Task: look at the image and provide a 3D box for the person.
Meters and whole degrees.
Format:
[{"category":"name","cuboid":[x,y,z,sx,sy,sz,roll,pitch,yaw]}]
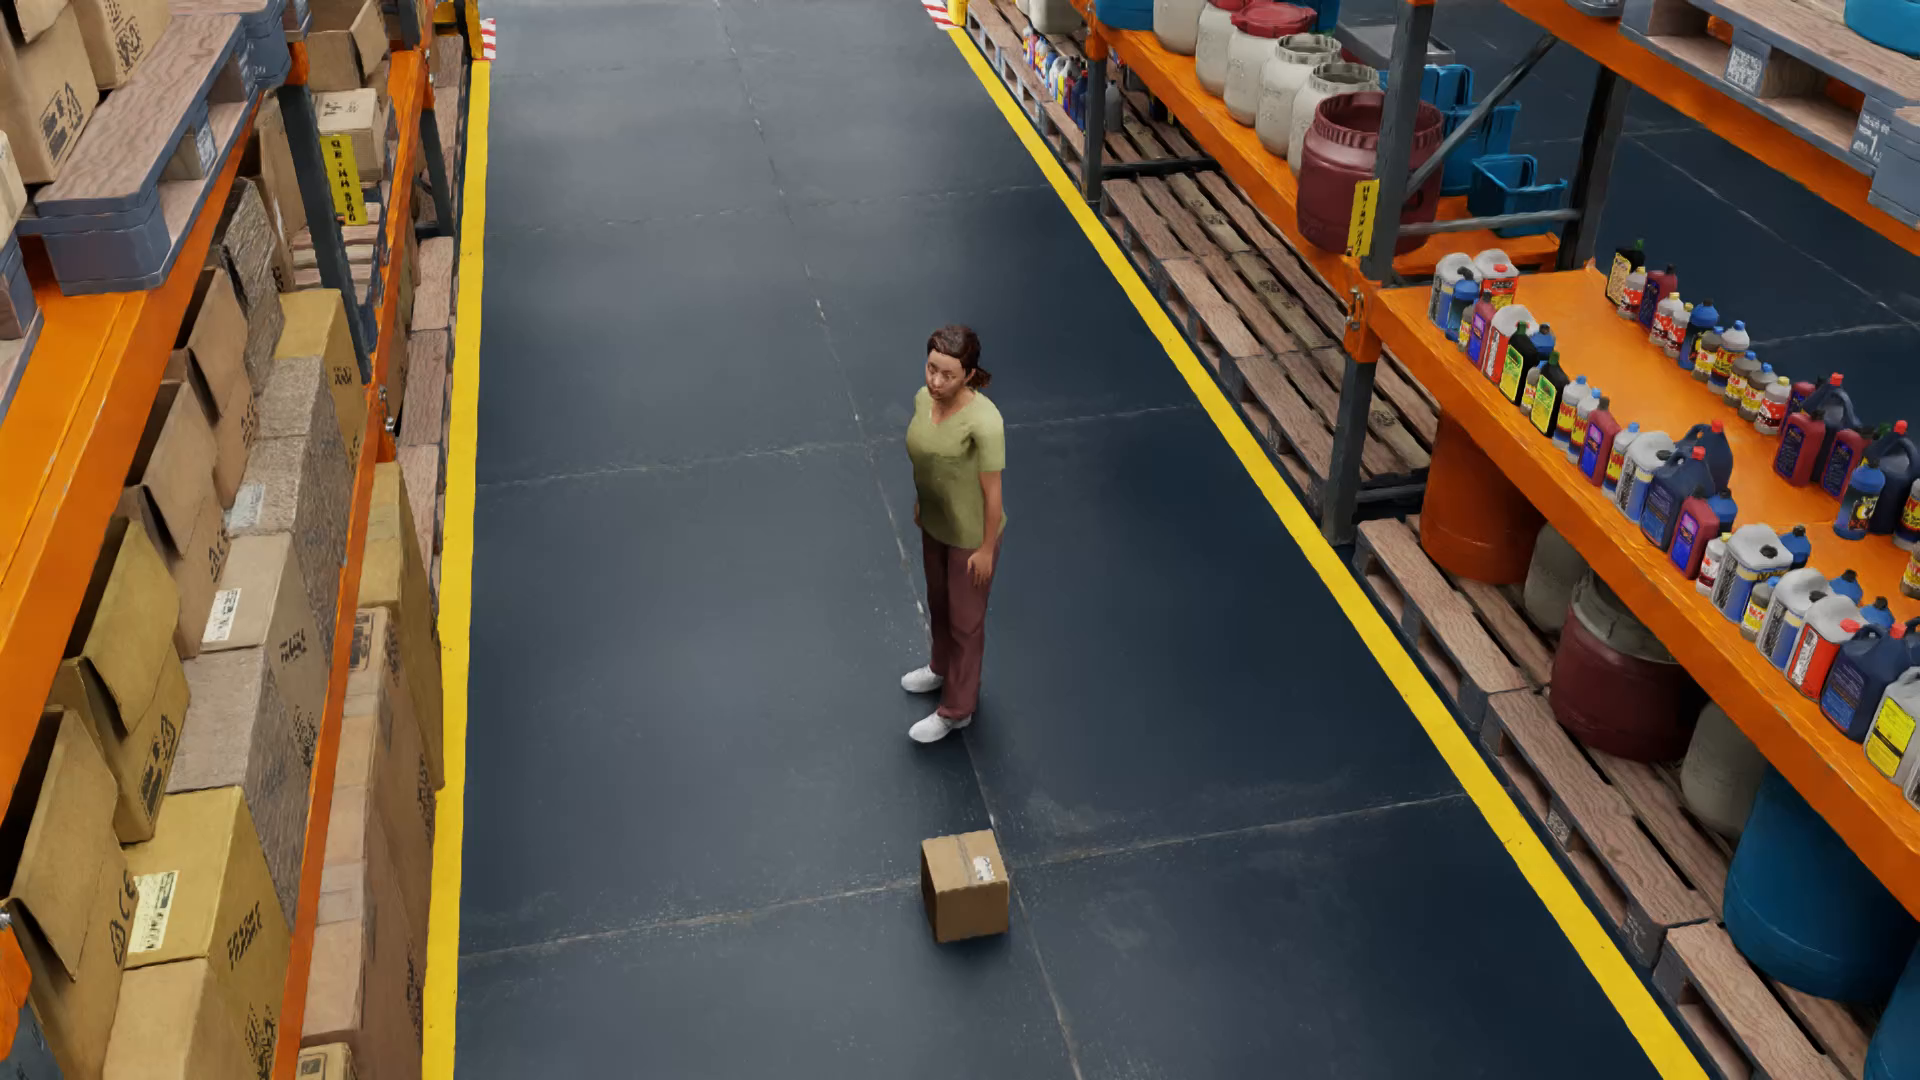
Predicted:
[{"category":"person","cuboid":[-0.084,-0.017,6.136,0.491,1.672,0.520,-27,42,-33]}]
